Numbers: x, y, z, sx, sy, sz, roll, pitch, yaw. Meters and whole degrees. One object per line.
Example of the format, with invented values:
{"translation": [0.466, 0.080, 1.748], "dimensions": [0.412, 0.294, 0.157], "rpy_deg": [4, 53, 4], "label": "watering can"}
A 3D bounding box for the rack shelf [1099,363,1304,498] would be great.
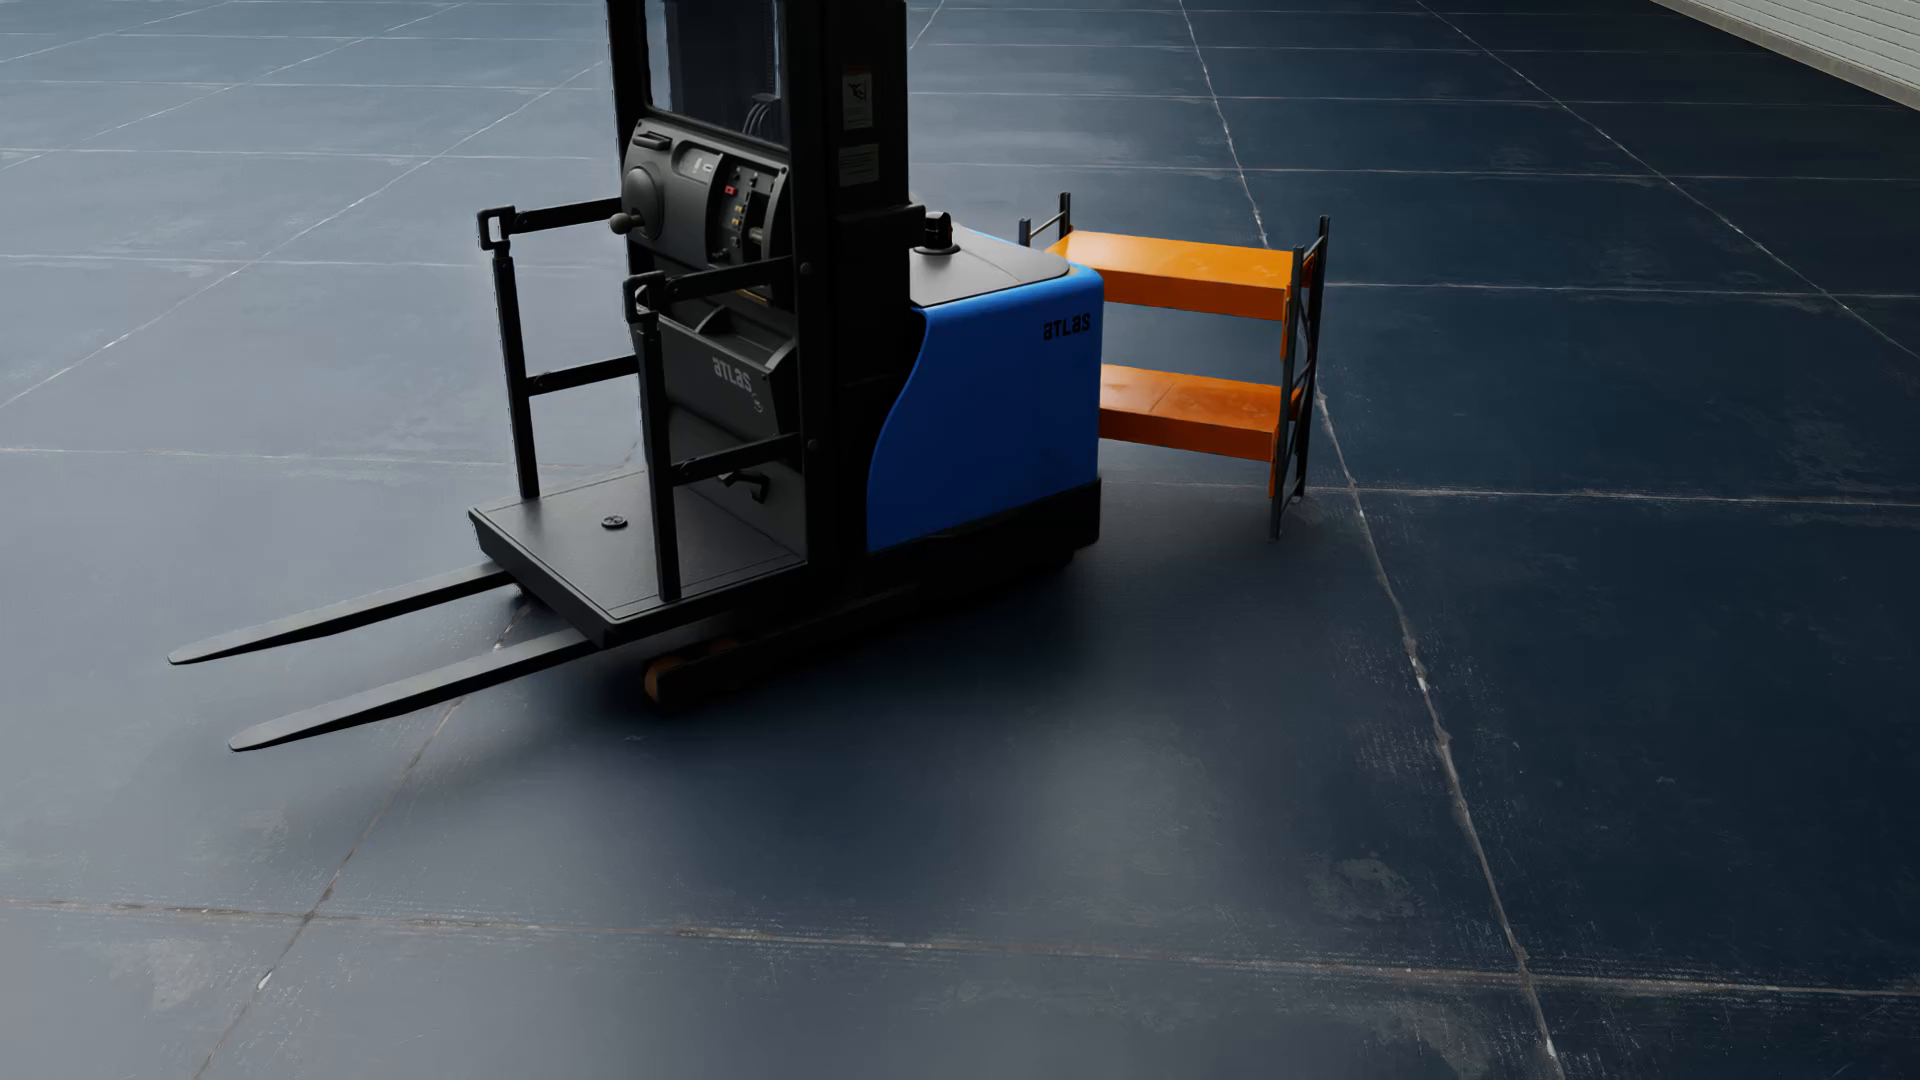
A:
{"translation": [0.796, -0.458, 6.485], "dimensions": [1.000, 0.278, 0.538], "rpy_deg": [10, 26, 20], "label": "rack shelf"}

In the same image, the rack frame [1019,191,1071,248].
{"translation": [0.326, -0.761, 6.559], "dimensions": [0.032, 1.125, 0.500], "rpy_deg": [10, 26, 20], "label": "rack frame"}

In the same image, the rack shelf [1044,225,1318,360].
{"translation": [0.796, -0.946, 6.260], "dimensions": [1.000, 0.278, 0.538], "rpy_deg": [10, 26, 20], "label": "rack shelf"}

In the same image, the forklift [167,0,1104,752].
{"translation": [-0.965, -1.059, 5.044], "dimensions": [3.031, 2.935, 1.130], "rpy_deg": [-18, 30, -34], "label": "forklift"}

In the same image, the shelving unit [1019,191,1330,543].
{"translation": [0.796, -0.680, 6.383], "dimensions": [1.048, 1.125, 0.538], "rpy_deg": [10, 26, 20], "label": "shelving unit"}

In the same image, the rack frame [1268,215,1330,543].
{"translation": [1.266, -0.599, 6.207], "dimensions": [0.032, 1.125, 0.500], "rpy_deg": [10, 26, 20], "label": "rack frame"}
